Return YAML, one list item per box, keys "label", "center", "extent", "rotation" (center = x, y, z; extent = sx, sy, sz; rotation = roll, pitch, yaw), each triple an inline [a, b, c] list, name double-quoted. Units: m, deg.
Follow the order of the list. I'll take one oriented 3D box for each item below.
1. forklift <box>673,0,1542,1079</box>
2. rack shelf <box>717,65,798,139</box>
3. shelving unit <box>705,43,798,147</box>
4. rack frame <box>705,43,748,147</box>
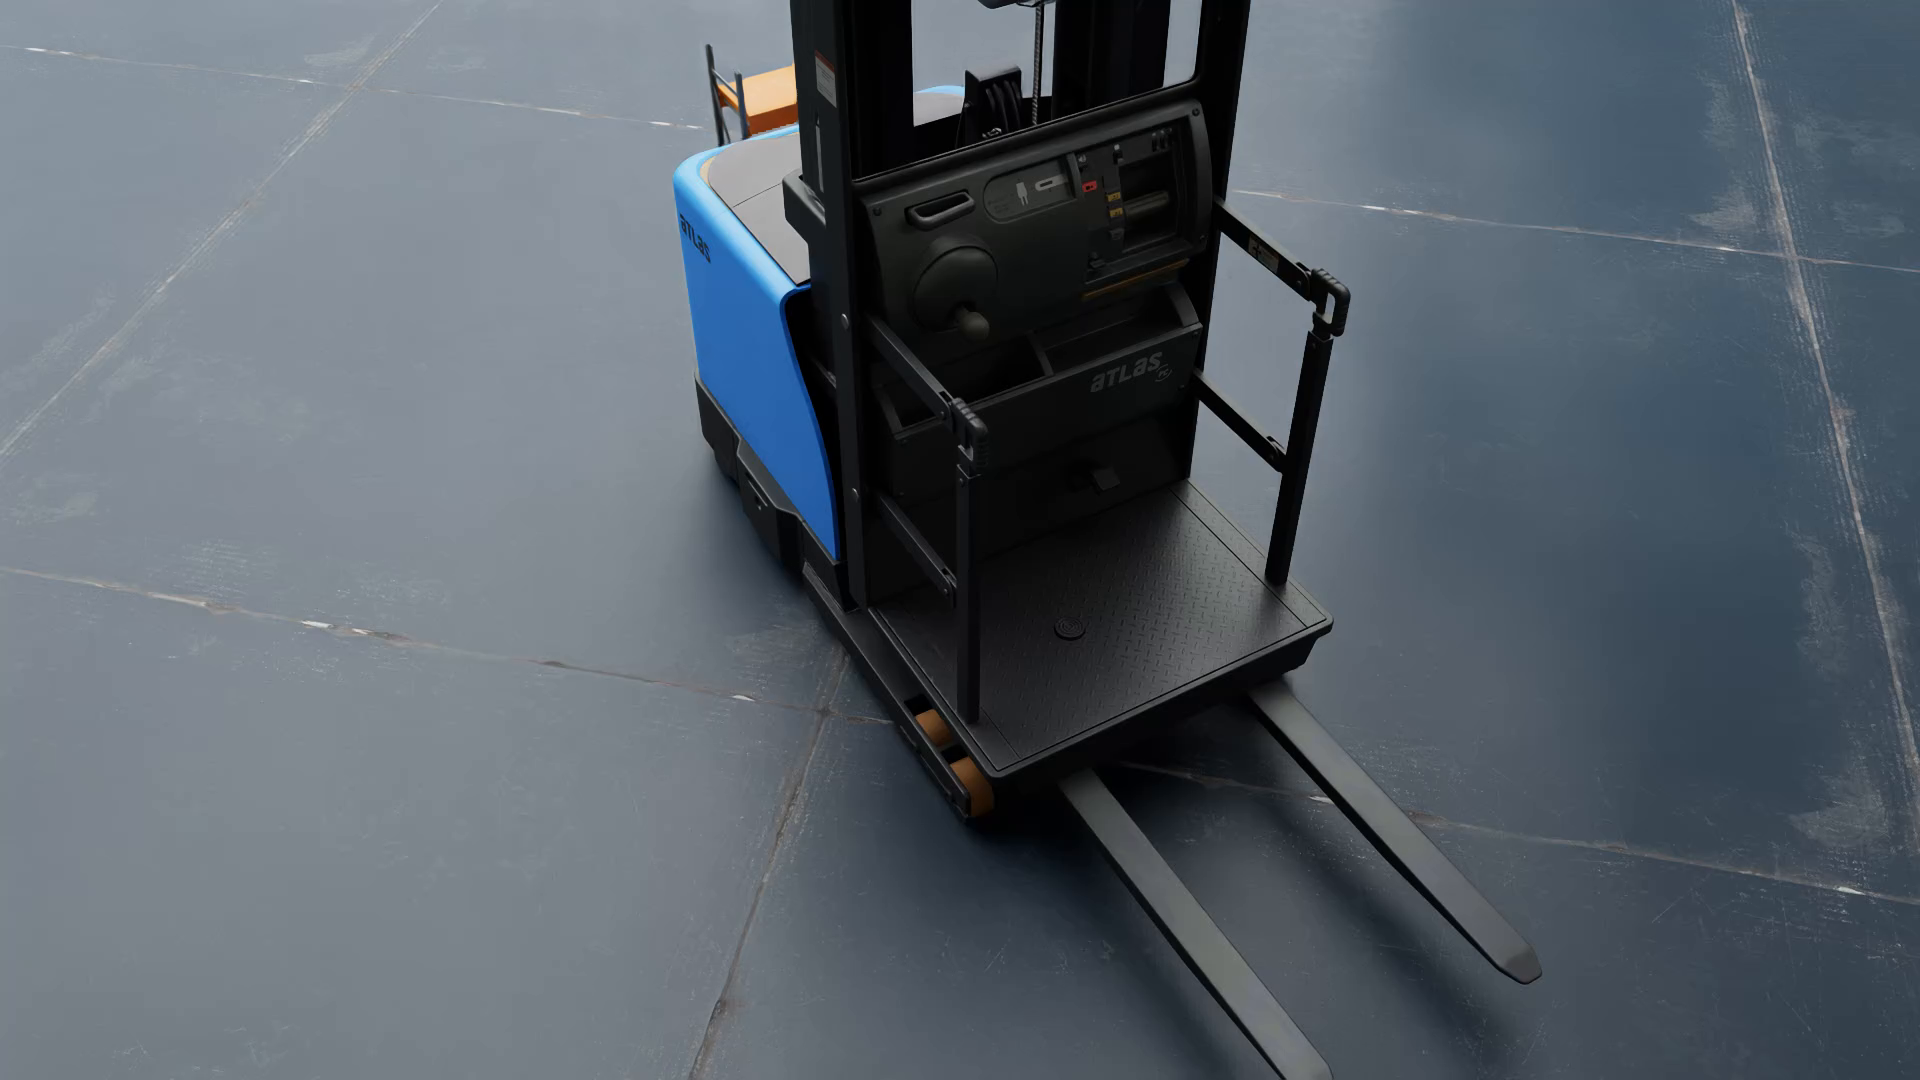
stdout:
- label: "forklift"
  center: [0.315, -0.677, 3.840]
  extent: [1.130, 2.935, 3.031]
  rotation: [-22, 48, -21]
- label: "rack shelf"
  center: [-0.500, -1.384, 5.248]
  extent: [0.480, 0.148, 0.258]
  rotation: [-22, 45, -21]
- label: "shelving unit"
  center: [-0.491, -1.090, 5.509]
  extent: [0.503, 1.200, 0.258]
  rotation: [-22, 45, -21]
- label: "rack frame"
  center: [-0.702, -1.005, 5.420]
  extent: [0.015, 1.200, 0.240]
  rotation: [-22, 45, -21]
